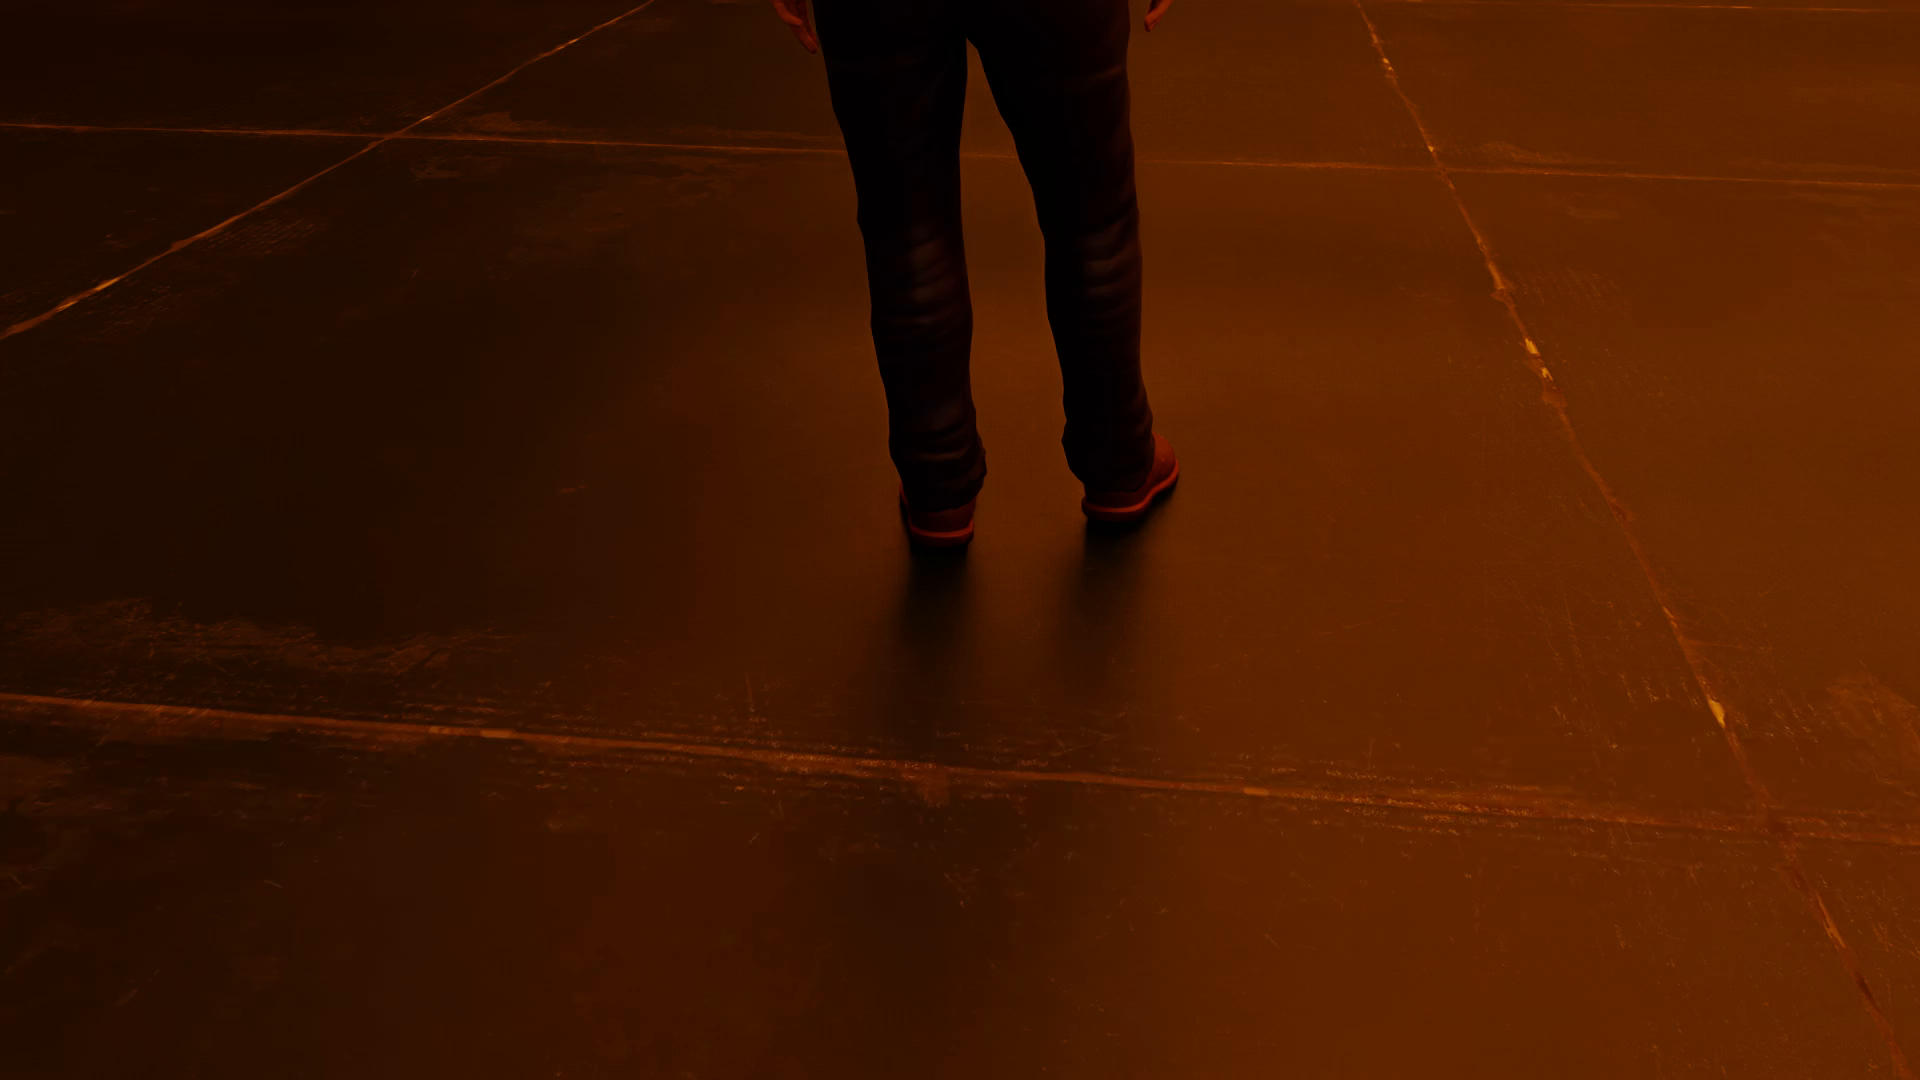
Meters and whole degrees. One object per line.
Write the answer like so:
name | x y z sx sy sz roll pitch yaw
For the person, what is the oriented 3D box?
person | 0.035 -0.783 2.205 0.598 1.651 0.503 3 27 7
